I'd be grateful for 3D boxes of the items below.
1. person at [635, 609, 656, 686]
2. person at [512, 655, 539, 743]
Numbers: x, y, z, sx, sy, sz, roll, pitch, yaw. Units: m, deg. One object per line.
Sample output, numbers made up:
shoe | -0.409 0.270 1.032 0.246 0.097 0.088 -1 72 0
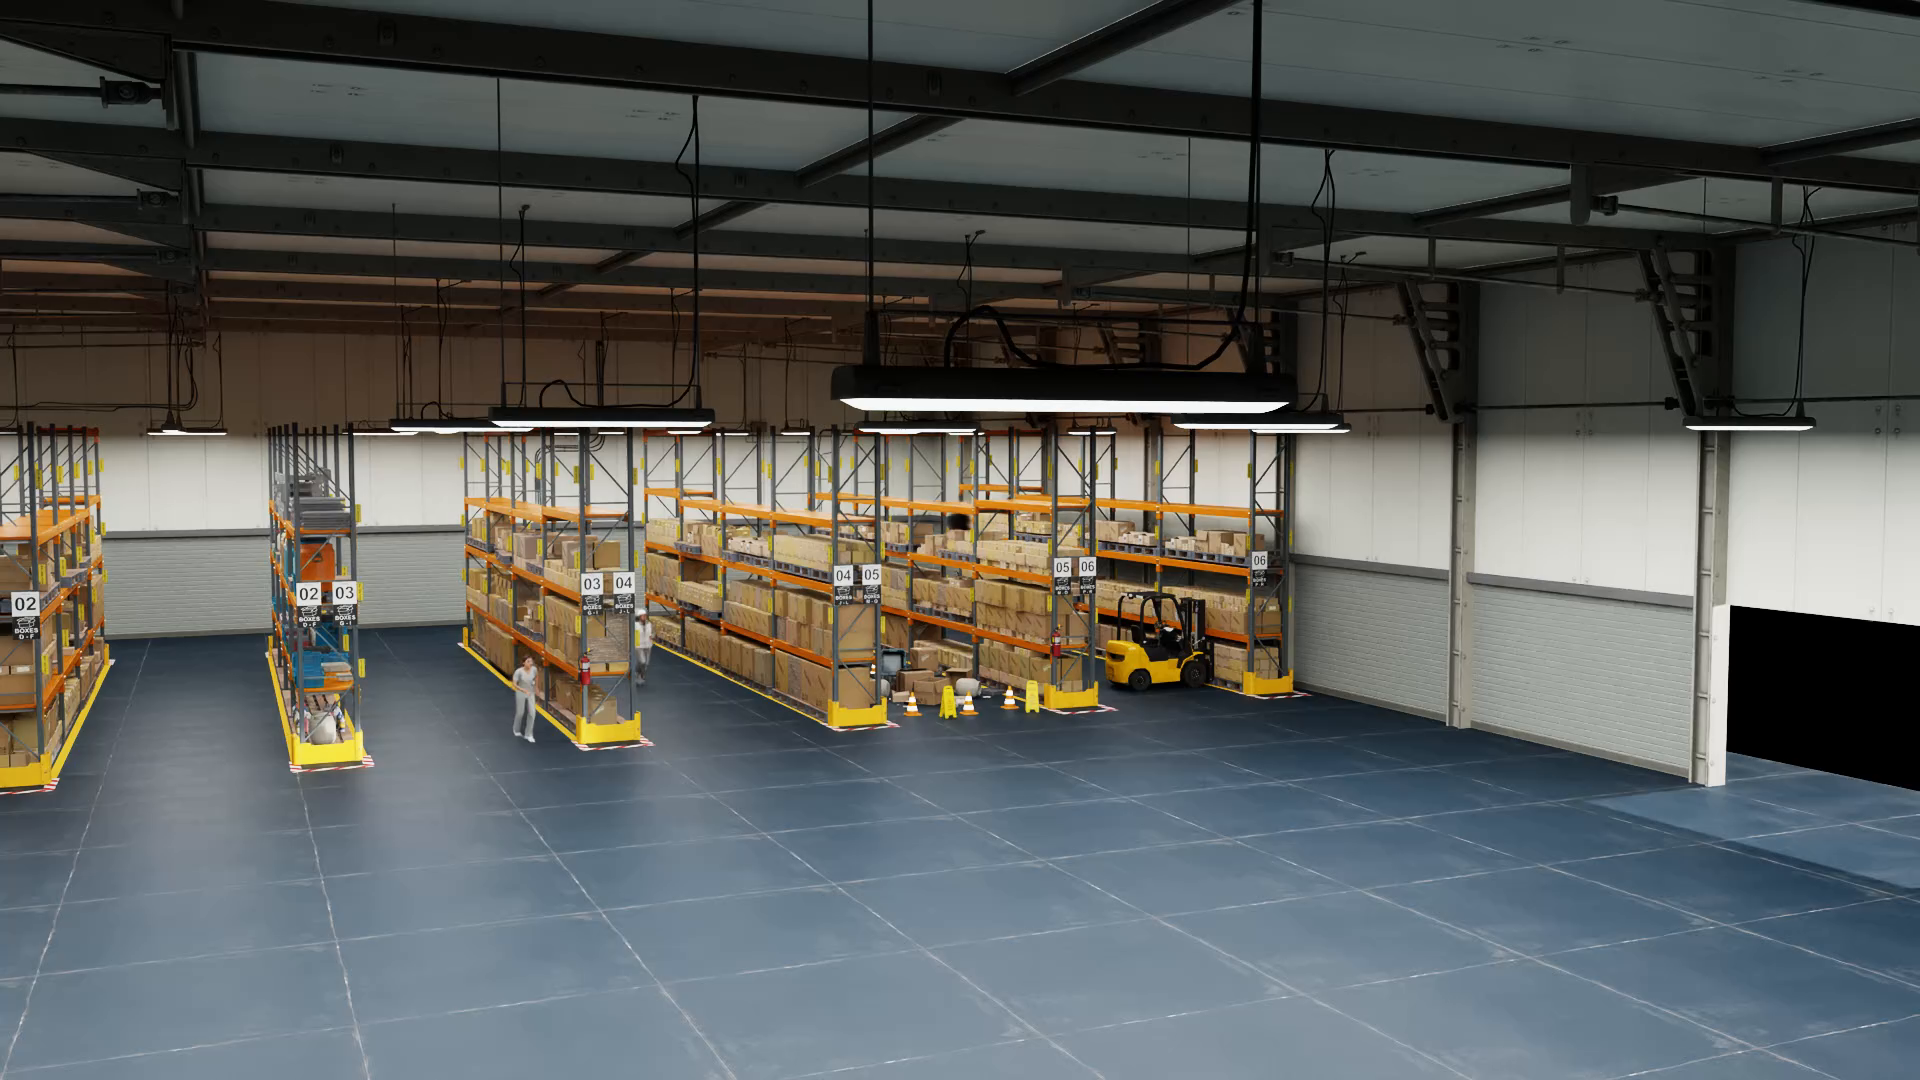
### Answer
person | -7.353 2.485 38.539 0.648 1.759 0.685 -2 4 -30
person | -8.268 2.982 31.575 0.571 1.669 0.796 -2 4 -31
